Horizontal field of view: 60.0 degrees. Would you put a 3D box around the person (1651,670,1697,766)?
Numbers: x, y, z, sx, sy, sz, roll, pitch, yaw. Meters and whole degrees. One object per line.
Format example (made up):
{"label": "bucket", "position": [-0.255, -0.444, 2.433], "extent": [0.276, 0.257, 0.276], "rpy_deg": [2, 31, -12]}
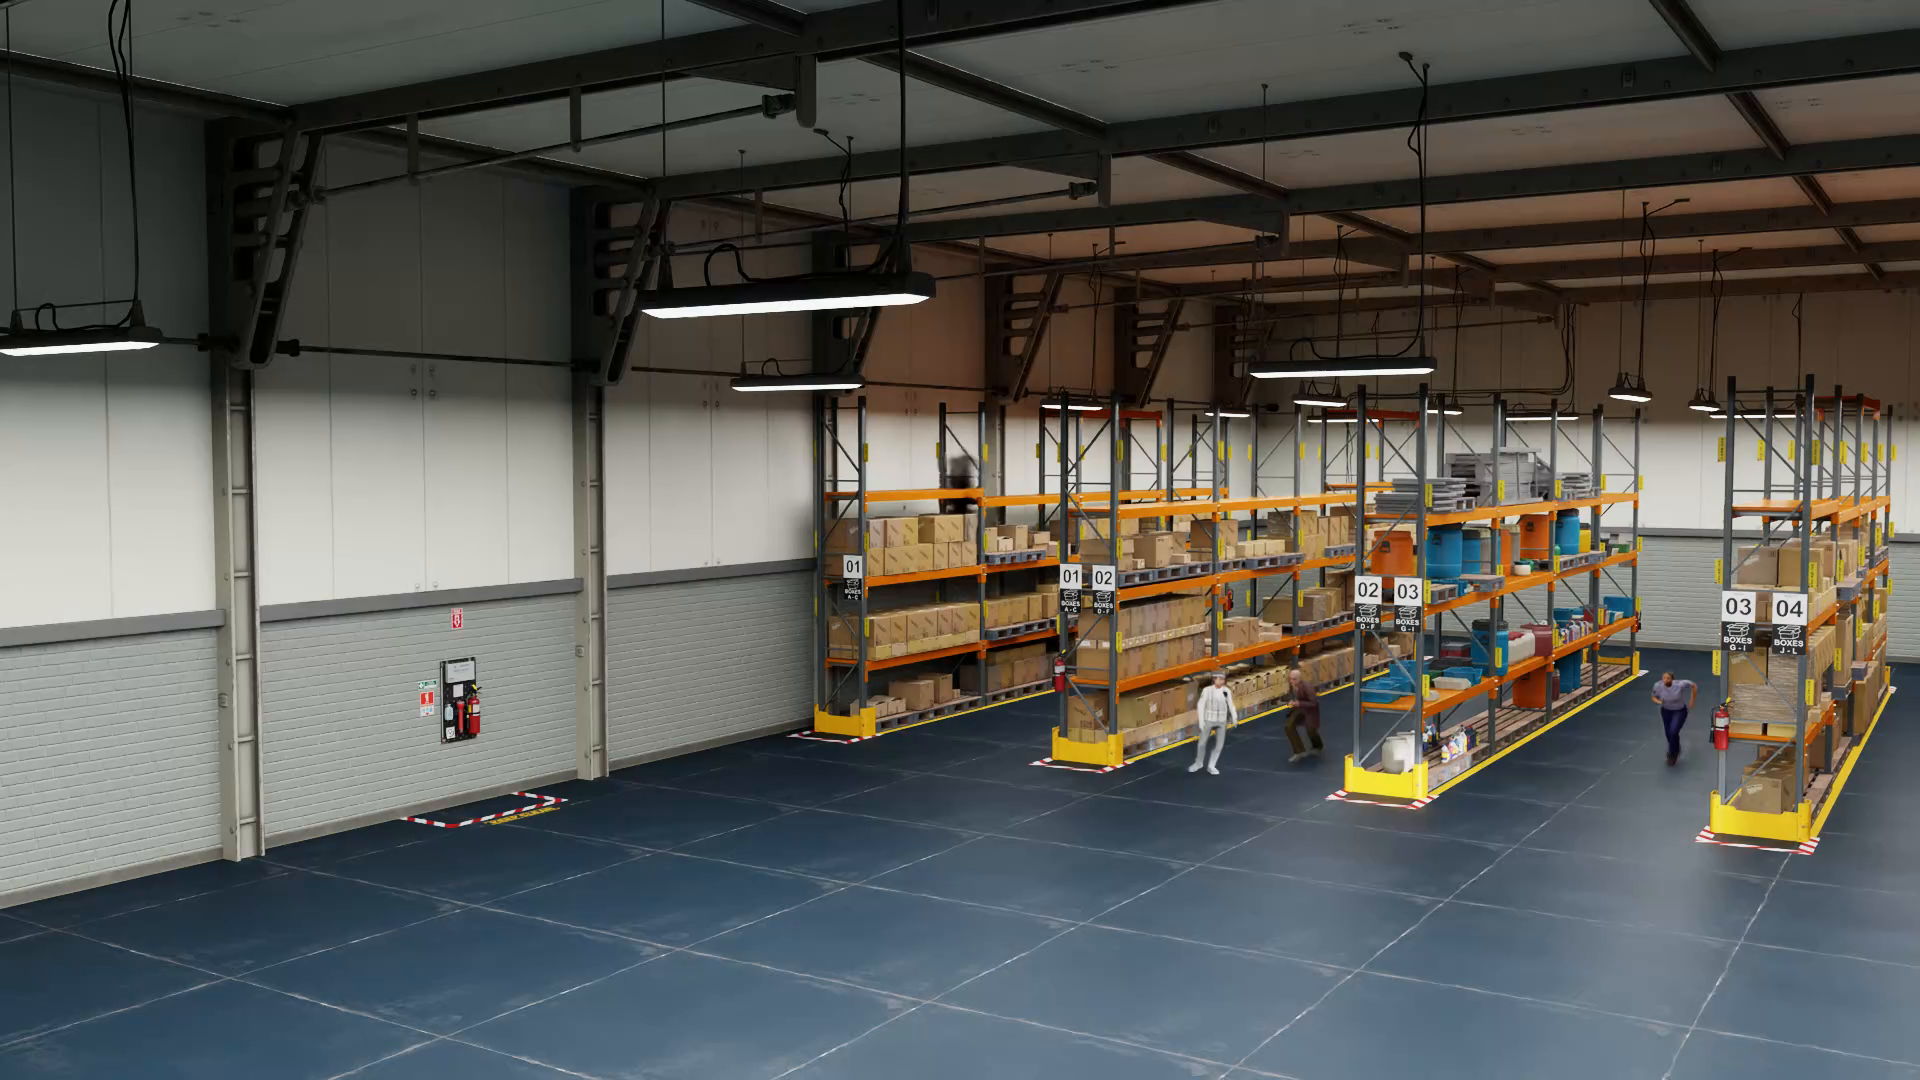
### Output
{"label": "person", "position": [11.521, 2.860, 26.799], "extent": [0.656, 1.582, 0.955], "rpy_deg": [2, 4, 37]}

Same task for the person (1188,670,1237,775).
{"label": "person", "position": [3.923, 2.835, 25.770], "extent": [0.714, 1.635, 0.557], "rpy_deg": [0, 3, -8]}

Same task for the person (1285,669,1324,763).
{"label": "person", "position": [5.629, 2.835, 26.977], "extent": [0.699, 1.567, 1.235], "rpy_deg": [3, 4, 44]}
